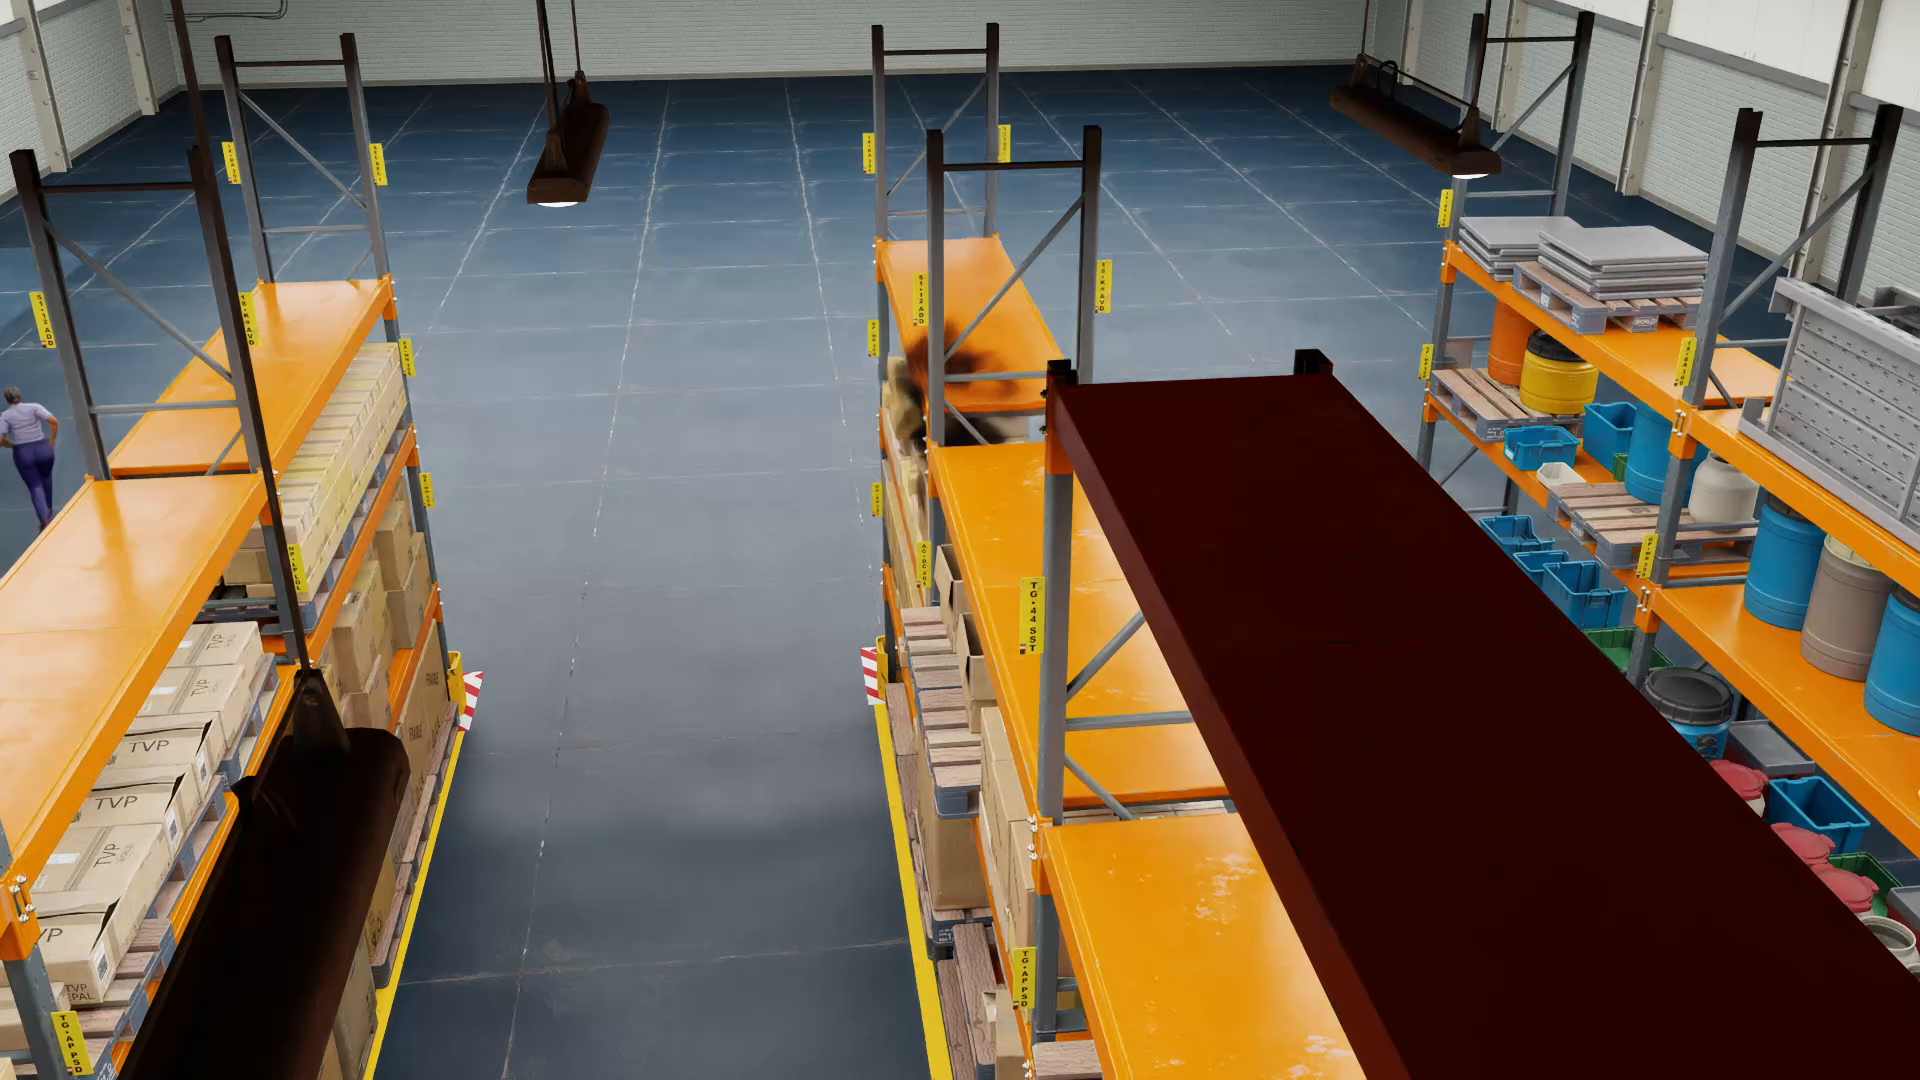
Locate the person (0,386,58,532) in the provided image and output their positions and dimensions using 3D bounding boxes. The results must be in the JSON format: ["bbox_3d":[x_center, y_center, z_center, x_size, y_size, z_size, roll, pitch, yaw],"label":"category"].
[{"bbox_3d":[-10.296,-0.891,18.506,0.628,1.633,1.005,-18,31,-33],"label":"person"}]
